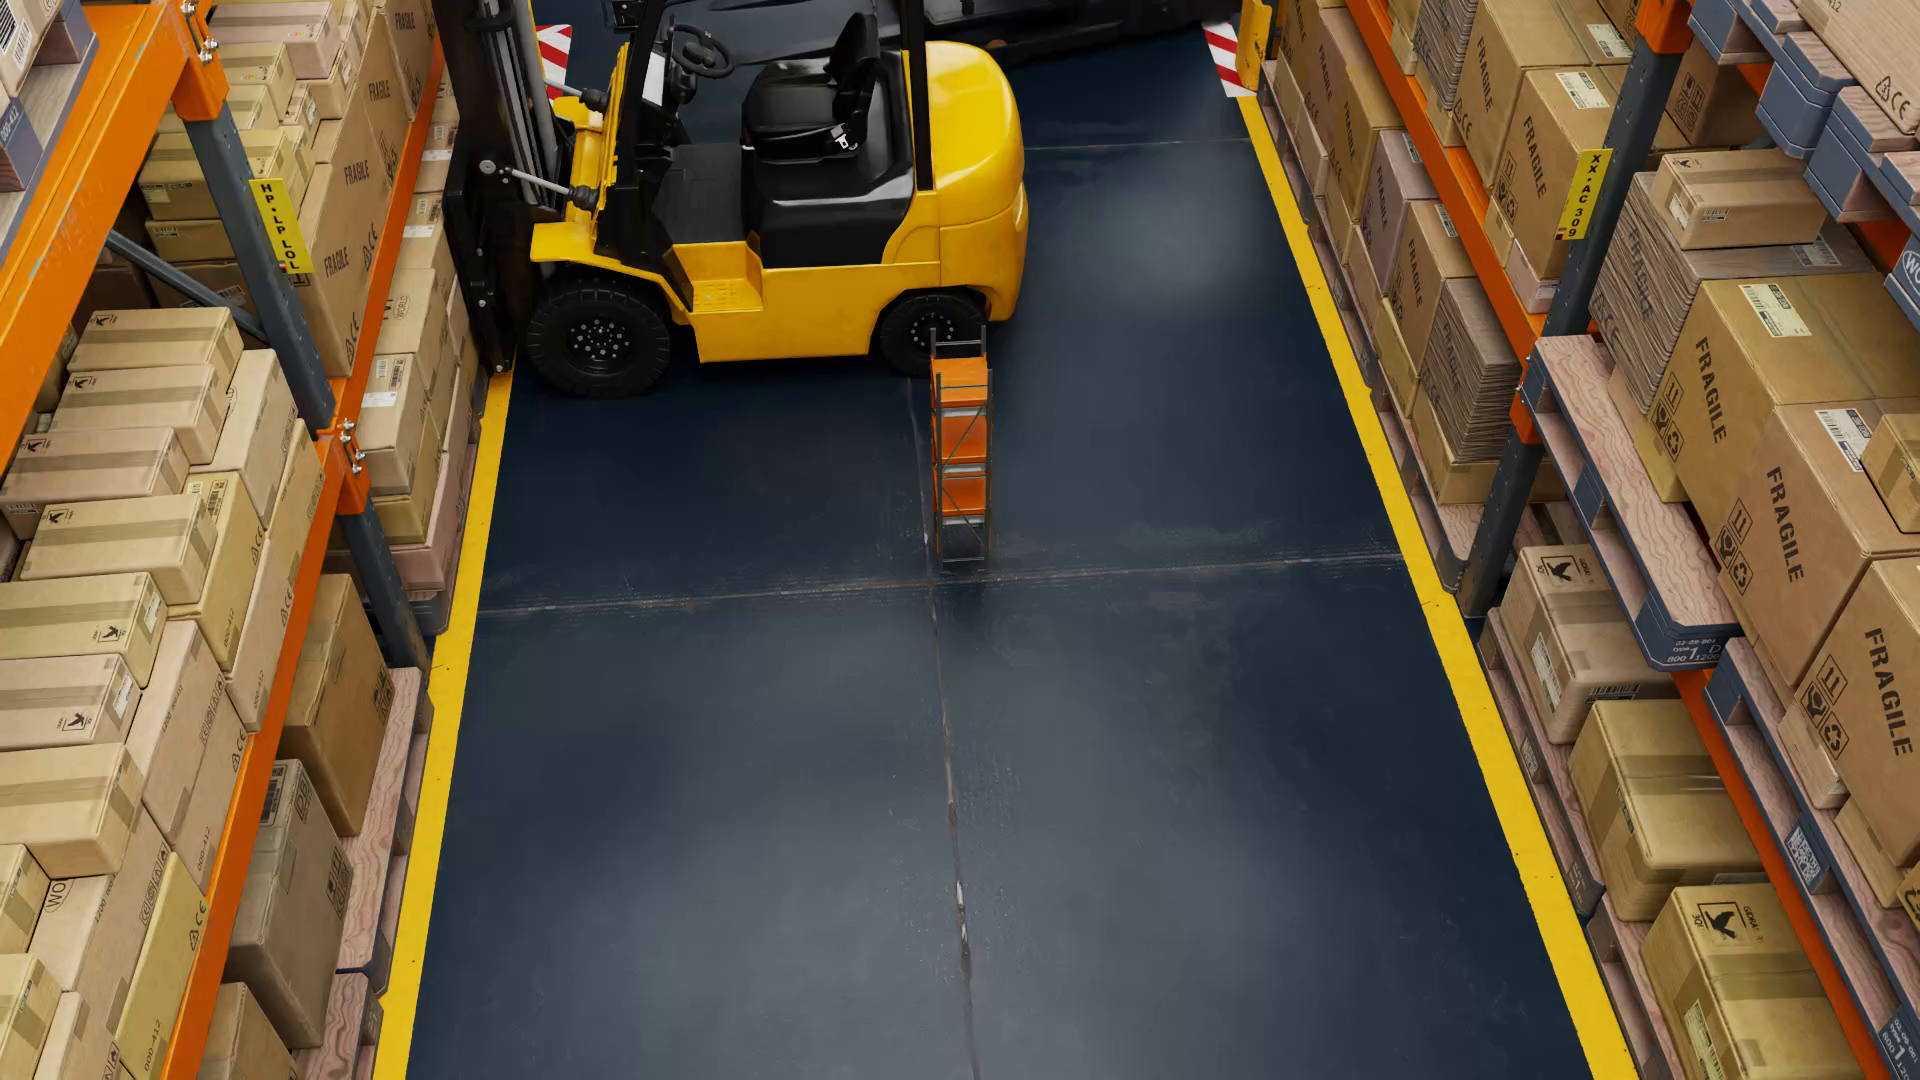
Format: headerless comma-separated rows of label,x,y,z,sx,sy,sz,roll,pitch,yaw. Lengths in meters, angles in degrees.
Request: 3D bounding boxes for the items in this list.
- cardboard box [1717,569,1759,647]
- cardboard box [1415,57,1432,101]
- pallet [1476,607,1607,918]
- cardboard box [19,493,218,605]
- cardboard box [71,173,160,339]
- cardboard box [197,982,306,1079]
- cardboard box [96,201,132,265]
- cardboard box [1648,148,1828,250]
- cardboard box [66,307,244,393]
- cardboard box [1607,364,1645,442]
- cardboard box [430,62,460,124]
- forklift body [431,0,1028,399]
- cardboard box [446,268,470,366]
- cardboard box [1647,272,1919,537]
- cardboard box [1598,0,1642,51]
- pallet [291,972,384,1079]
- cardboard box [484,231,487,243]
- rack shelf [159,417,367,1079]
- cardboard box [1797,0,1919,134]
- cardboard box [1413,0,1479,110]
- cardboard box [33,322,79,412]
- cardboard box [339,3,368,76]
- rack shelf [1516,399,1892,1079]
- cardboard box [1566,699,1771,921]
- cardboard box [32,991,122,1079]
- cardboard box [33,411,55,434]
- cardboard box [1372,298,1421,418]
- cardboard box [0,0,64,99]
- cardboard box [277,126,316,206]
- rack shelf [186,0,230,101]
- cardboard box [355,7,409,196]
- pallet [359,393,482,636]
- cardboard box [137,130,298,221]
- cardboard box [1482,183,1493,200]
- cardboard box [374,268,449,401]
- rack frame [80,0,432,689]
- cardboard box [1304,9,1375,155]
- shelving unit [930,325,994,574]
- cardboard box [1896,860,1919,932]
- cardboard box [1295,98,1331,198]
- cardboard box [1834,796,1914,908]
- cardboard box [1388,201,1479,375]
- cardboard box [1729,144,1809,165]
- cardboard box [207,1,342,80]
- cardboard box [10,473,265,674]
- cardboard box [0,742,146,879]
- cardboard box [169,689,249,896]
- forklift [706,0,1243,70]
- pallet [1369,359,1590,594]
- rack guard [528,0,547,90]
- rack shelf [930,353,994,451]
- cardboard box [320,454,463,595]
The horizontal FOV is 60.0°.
cardboard box,2.272,0.136,4.439,0.380,0.149,0.250,-3,47,-3
cardboard box,2.039,-1.844,6.604,0.380,0.149,0.250,-4,47,-4
pallet,2.516,0.727,5.916,1.003,0.211,1.213,-3,47,-3
cardboard box,-2.085,0.034,4.137,0.380,0.149,0.250,-5,47,-5
cardboard box,-2.804,-0.834,5.405,0.500,0.500,0.500,-4,47,-4
cardboard box,-2.320,1.664,4.454,0.875,0.625,0.625,-5,47,-5
cardboard box,-2.780,-0.965,5.083,0.380,0.149,0.250,-4,47,-4
cardboard box,2.136,-0.937,4.562,0.380,0.149,0.250,-4,47,-3
cardboard box,-2.247,-0.514,4.656,0.380,0.149,0.250,-2,47,-2
cardboard box,2.181,-0.434,4.979,0.380,0.149,0.250,-3,47,-3
cardboard box,-2.382,-1.880,7.380,0.500,0.250,0.500,-3,47,-3
forklift body,-0.855,-1.832,7.003,2.313,2.155,1.214,-3,47,-3
cardboard box,-2.304,-0.959,6.852,0.500,0.250,0.500,-4,47,-4
cardboard box,2.245,-0.357,4.459,0.500,0.500,0.500,-3,47,-3
cardboard box,2.607,-1.978,5.595,0.700,0.500,0.500,-3,47,-3
pallet,-2.291,1.884,4.821,1.003,0.211,1.213,-3,47,-3
cardboard box,-2.347,-1.166,7.392,0.500,0.250,0.500,-2,47,-2
rack shelf,-2.329,1.204,4.040,1.077,0.370,4.000,-3,47,-3
cardboard box,2.142,-1.105,3.479,0.500,0.250,0.500,-4,47,-4
cardboard box,2.066,-1.985,6.290,0.500,0.500,0.500,-2,47,-2
cardboard box,-2.681,-0.481,4.624,0.380,0.149,0.250,-4,47,-4
cardboard box,-2.301,-1.742,5.818,0.380,0.149,0.250,-4,47,-4
rack shelf,2.617,0.899,4.328,1.077,0.370,4.000,-3,47,-3
cardboard box,2.559,0.863,5.387,0.950,0.372,0.625,-1,47,-1
cardboard box,-2.022,1.205,3.302,0.500,0.250,0.500,-5,47,-4
cardboard box,-2.710,-0.228,4.659,0.500,0.250,0.500,-4,47,-4
cardboard box,2.077,-0.790,7.037,0.500,0.250,0.500,-5,47,-4
cardboard box,-2.193,-1.161,3.421,0.500,0.311,0.500,-5,47,-5
cardboard box,-2.285,-1.182,5.288,0.380,0.149,0.250,-2,47,-2
rack shelf,-2.664,-2.722,5.691,1.077,0.370,4.000,-3,47,-3
cardboard box,-2.377,-1.604,6.134,0.500,0.500,0.500,-4,47,-4
pallet,-2.522,-0.110,6.708,1.003,0.211,1.213,-3,47,-3
cardboard box,-2.228,-1.099,5.004,0.380,0.149,0.250,-3,47,-2
cardboard box,2.147,-1.296,6.085,0.380,0.149,0.250,-3,47,-3
cardboard box,-2.257,-0.773,6.332,0.500,0.250,0.500,-3,47,-3
rack frame,-2.497,-0.491,5.149,1.000,3.000,0.127,-3,47,-3
cardboard box,1.957,-2.150,7.809,0.500,0.500,0.500,-5,47,-5
shelving unit,0.005,-0.322,6.332,0.215,1.050,0.252,-3,47,-3
cardboard box,2.371,0.767,3.394,0.500,0.500,0.500,-6,47,-6
cardboard box,1.941,-1.918,8.105,0.500,0.250,0.500,-2,47,-2
cardboard box,2.314,0.702,3.903,0.380,0.149,0.250,-5,47,-5
cardboard box,2.088,-1.031,6.749,0.500,0.500,0.500,-3,47,-3
cardboard box,2.690,-1.267,5.610,0.500,0.500,0.500,-4,47,-3
cardboard box,-2.289,-1.659,5.535,0.380,0.149,0.250,-3,47,-2
cardboard box,-2.151,0.100,4.348,0.500,0.250,0.500,-5,47,-4
cardboard box,-2.011,0.595,3.605,0.380,0.149,0.250,-5,47,-4
cardboard box,-2.135,0.634,4.187,0.500,0.250,0.500,-3,47,-3
forklift,0.120,-3.989,8.509,3.031,2.935,1.130,-15,48,-14
pallet,2.358,-0.320,6.908,1.003,0.211,1.213,-3,47,-3
rack guard,-2.834,-2.543,8.814,1.175,0.500,0.348,-3,47,-3
rack shelf,0.005,-0.510,6.134,0.215,0.259,0.240,-3,47,-3
cardboard box,-2.207,-0.060,6.345,0.500,0.250,0.500,-3,47,-3
